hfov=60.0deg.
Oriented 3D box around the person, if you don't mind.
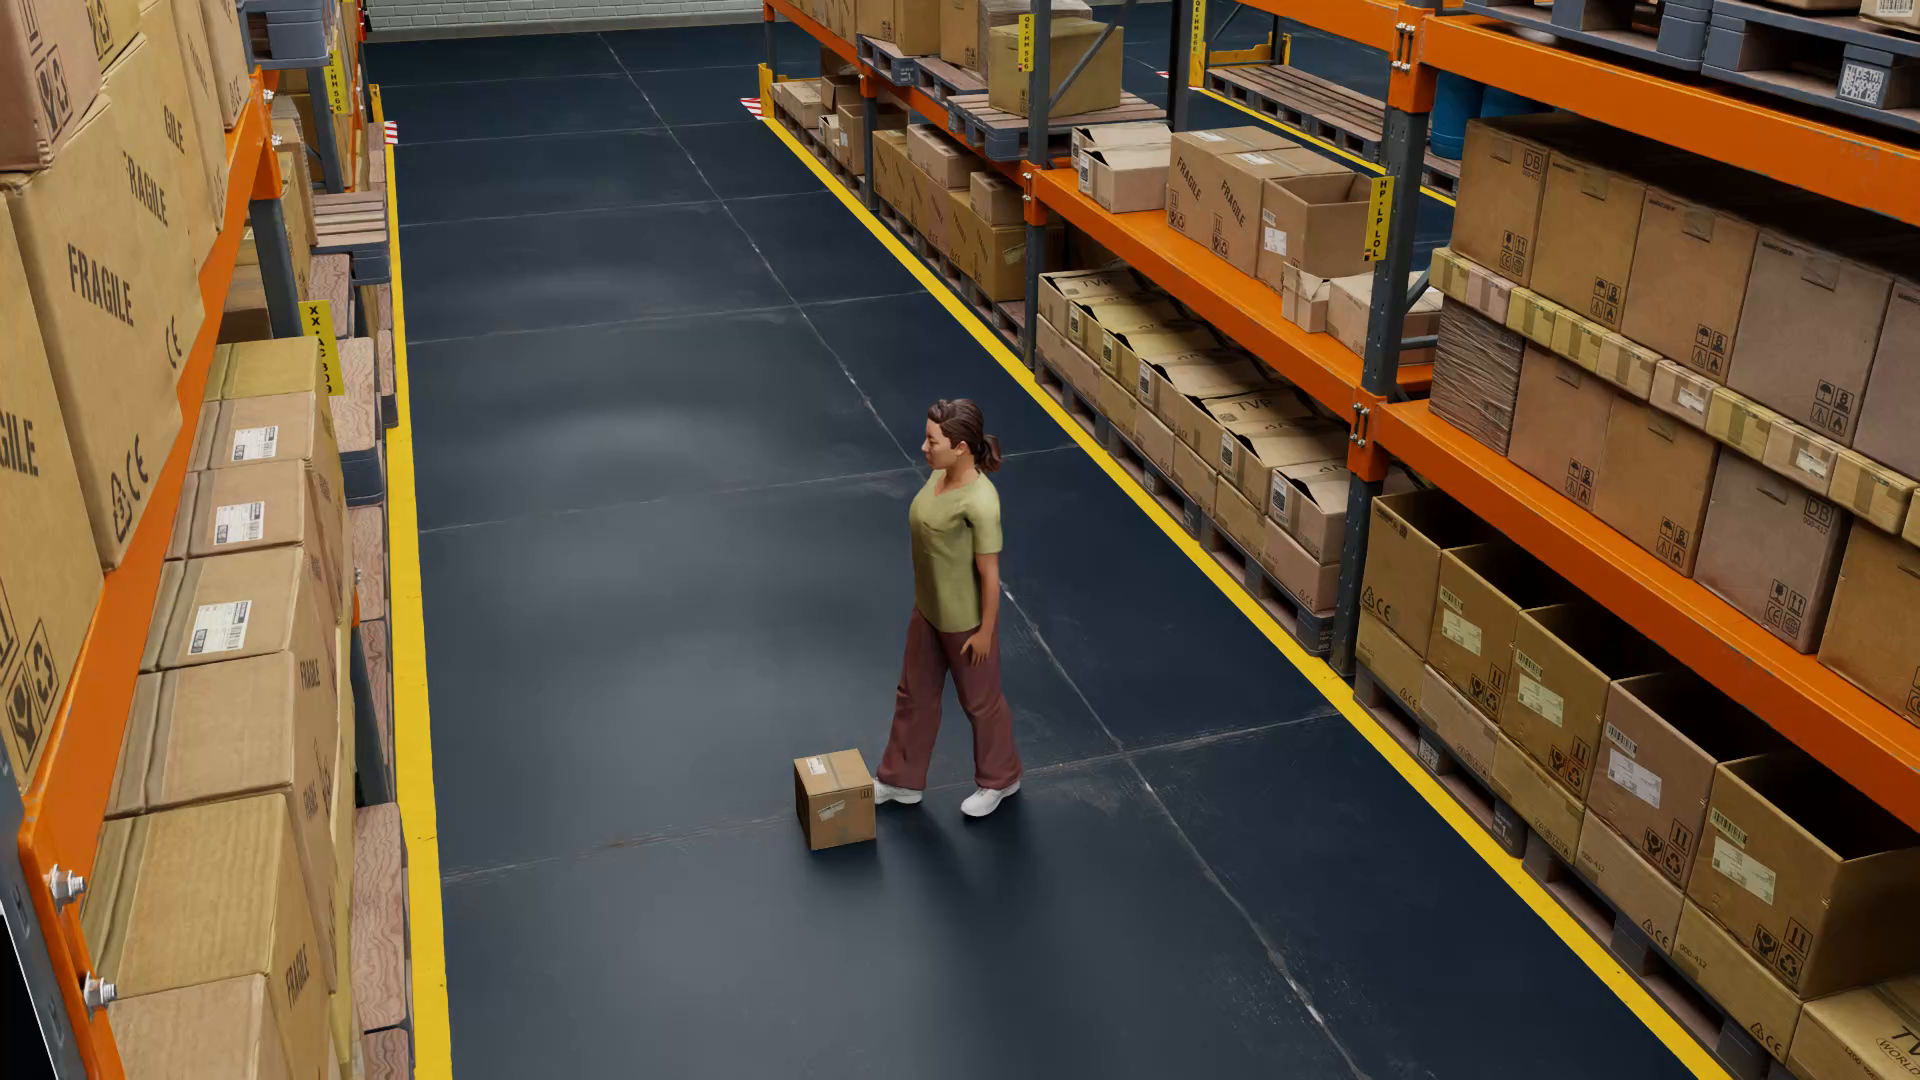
[{"bbox_3d":[-0.080,0.288,6.046,0.668,1.642,0.451,-12,29,-22],"label":"person"}]
